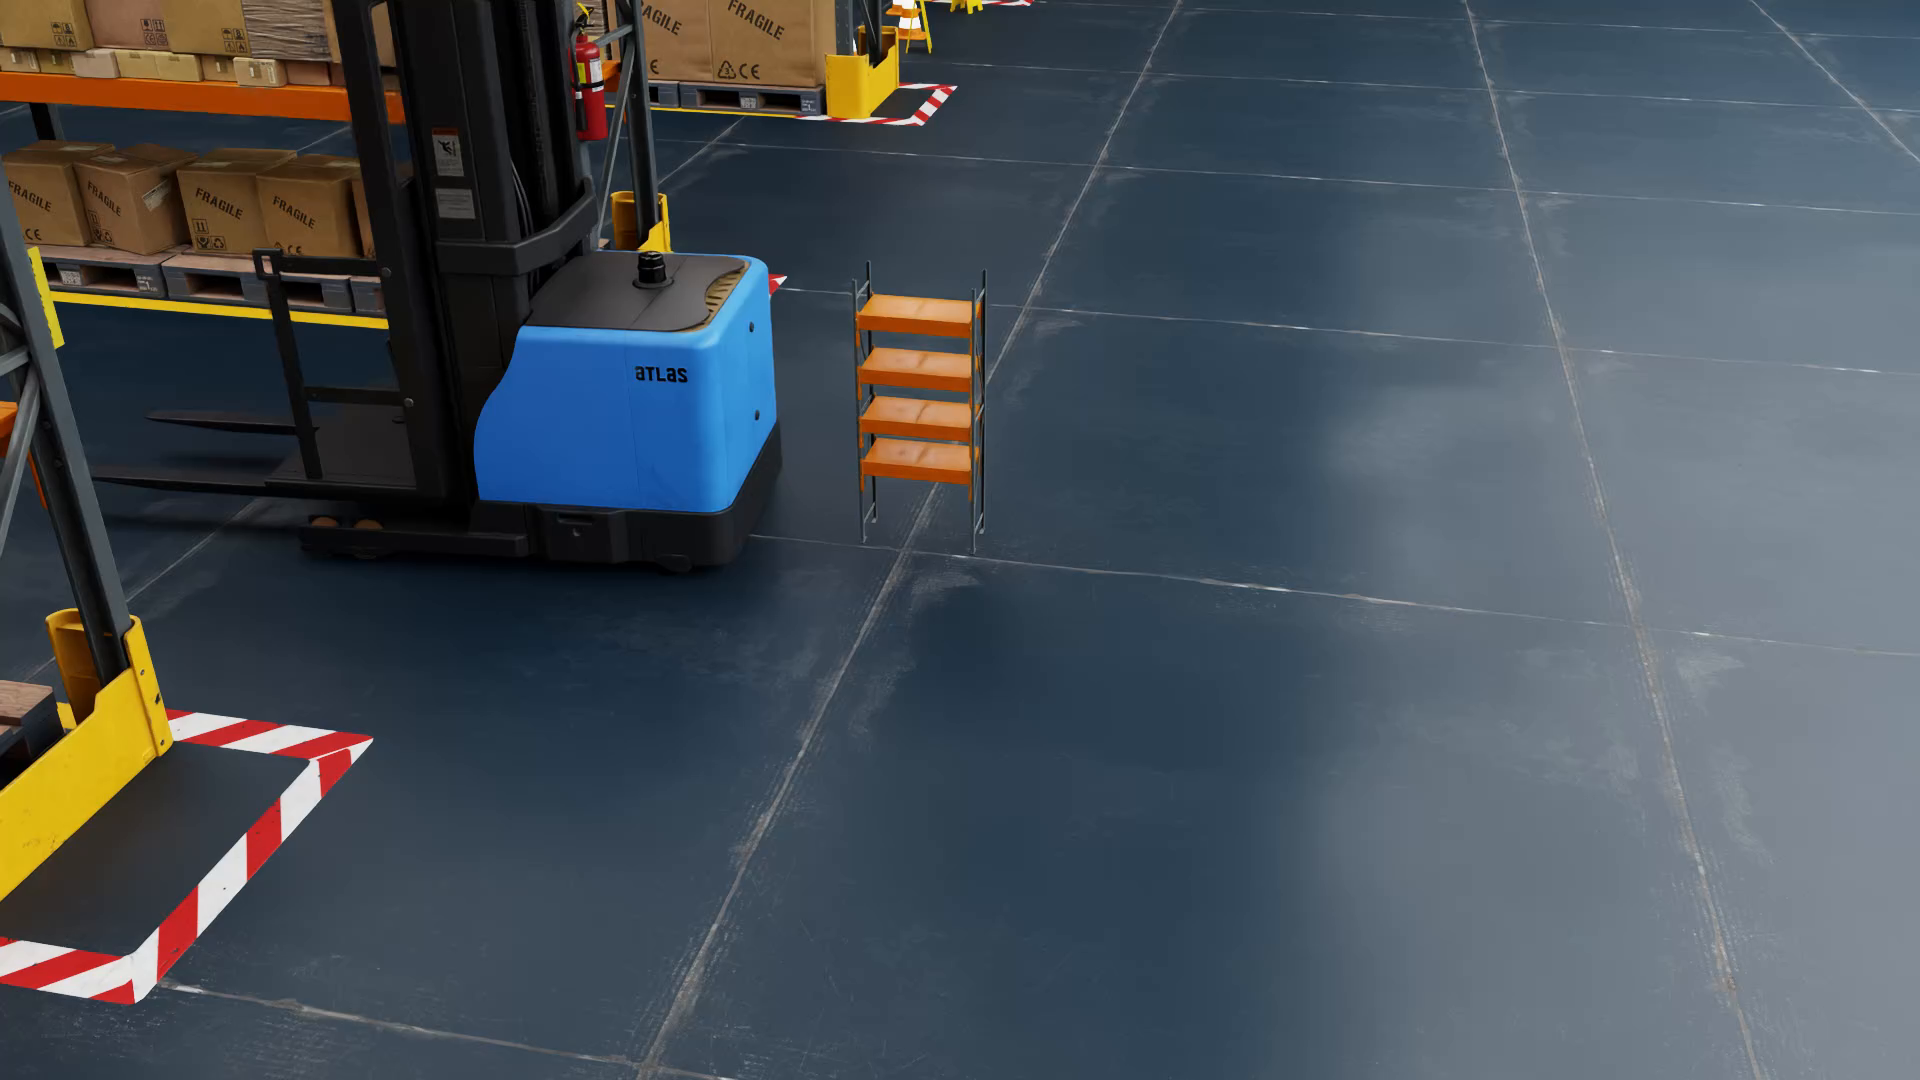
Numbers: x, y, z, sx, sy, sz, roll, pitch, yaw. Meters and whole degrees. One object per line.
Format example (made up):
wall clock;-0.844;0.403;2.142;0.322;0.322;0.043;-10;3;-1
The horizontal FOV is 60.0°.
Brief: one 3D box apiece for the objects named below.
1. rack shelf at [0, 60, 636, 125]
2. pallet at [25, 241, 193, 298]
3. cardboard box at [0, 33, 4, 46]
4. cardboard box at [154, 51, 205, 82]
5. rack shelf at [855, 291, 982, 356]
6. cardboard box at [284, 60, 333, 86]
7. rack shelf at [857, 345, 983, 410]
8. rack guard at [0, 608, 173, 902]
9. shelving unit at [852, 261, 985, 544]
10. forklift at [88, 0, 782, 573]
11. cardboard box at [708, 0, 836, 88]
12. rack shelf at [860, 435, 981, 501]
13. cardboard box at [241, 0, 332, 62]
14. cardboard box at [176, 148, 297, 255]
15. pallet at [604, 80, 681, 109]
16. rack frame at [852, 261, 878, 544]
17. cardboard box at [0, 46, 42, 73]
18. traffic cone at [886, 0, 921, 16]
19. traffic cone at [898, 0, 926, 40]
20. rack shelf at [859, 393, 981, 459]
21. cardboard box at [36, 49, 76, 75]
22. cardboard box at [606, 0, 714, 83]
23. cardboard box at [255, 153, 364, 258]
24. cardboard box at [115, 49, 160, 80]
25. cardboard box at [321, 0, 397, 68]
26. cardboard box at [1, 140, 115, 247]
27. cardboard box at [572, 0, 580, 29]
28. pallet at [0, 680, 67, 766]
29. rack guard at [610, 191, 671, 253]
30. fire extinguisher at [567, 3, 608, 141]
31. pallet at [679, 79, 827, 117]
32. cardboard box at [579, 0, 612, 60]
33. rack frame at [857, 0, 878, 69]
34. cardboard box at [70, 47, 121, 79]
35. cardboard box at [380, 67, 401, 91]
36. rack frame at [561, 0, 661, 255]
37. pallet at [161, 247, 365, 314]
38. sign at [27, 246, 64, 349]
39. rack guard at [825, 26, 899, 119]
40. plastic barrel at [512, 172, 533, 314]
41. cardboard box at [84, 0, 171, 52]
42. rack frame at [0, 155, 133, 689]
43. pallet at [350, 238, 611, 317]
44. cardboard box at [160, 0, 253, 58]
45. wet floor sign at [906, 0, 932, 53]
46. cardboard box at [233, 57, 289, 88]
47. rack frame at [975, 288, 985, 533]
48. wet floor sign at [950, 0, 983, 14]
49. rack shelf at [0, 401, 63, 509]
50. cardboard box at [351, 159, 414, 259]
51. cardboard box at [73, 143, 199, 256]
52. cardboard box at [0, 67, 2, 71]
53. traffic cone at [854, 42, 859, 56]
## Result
rack shelf;-3.920;-2.579;9.586;4.000;0.370;1.077;6;29;11
pallet;-5.212;-1.821;10.357;1.213;0.211;1.003;6;29;11
cardboard box;-5.449;-3.195;9.549;0.500;0.500;0.875;6;29;11
cardboard box;-4.259;-2.678;9.279;0.250;0.149;0.380;6;29;11
rack shelf;-0.162;-0.888;6.803;0.480;0.148;0.258;6;29;11
cardboard box;-3.512;-2.633;9.198;0.250;0.149;0.380;6;29;11
rack shelf;-0.162;-0.680;6.917;0.480;0.148;0.258;6;29;11
rack guard;-3.083;0.743;5.372;0.348;0.500;1.175;6;29;11
shelving unit;-0.164;-0.543;6.993;0.499;1.200;0.258;6;29;11
forklift;-2.940;-5.805;14.801;6.386;2.935;18.991;3;29;6
cardboard box;-1.507;-4.302;13.760;0.875;0.875;0.875;6;29;11
rack shelf;-0.162;-0.310;7.120;0.480;0.148;0.258;6;29;11
cardboard box;-3.491;-3.001;9.193;0.500;0.500;0.875;6;29;11
cardboard box;-4.308;-2.045;10.027;0.500;0.500;0.500;3;29;6
pallet;-2.818;-3.957;14.258;1.213;0.211;1.003;6;29;11
rack frame;-0.401;-0.567;7.037;0.015;1.200;0.240;6;29;11
cardboard box;-5.237;-2.779;9.464;0.250;0.149;0.380;6;29;11
traffic cone;-0.585;-5.673;17.129;0.334;0.463;0.336;6;29;11
traffic cone;-0.484;-5.117;16.115;0.334;0.463;0.336;6;29;11
rack shelf;-0.162;-0.484;7.024;0.480;0.148;0.258;6;29;11
cardboard box;-4.990;-2.758;9.426;0.250;0.149;0.380;6;29;11
cardboard box;-2.368;-4.390;13.920;0.875;0.875;0.875;5;29;10
cardboard box;-3.772;-1.968;9.886;0.500;0.500;0.500;9;30;15
cardboard box;-4.501;-2.708;9.335;0.250;0.149;0.380;6;29;11
cardboard box;-3.011;-2.930;9.065;0.500;0.500;0.875;6;29;11
cardboard box;-5.493;-2.124;10.172;0.500;0.500;0.500;5;29;9
cardboard box;-2.497;-2.936;9.076;0.500;0.500;0.875;6;29;11
pallet;-3.876;0.786;5.595;1.213;0.211;1.003;6;29;11
rack guard;-2.039;-1.605;9.661;0.348;0.500;1.175;6;29;11
fire extinguisher;-1.949;-2.432;8.649;0.183;0.674;0.296;6;29;11
pallet;-1.628;-3.833;14.032;1.213;0.211;1.003;6;29;11
cardboard box;-3.259;-4.482;14.088;0.875;0.875;0.875;6;29;11
rack frame;-0.831;-5.012;13.281;0.053;2.616;0.949;6;29;11
cardboard box;-4.754;-2.714;9.345;0.250;0.149;0.380;6;29;11
cardboard box;-3.027;-2.574;9.090;0.250;0.149;0.380;6;29;11
rack frame;-1.964;-2.694;9.047;0.127;3.000;1.000;6;29;11
pallet;-4.015;-1.700;10.135;1.213;0.211;1.003;6;29;11
sign;-2.880;-0.747;5.203;0.005;0.325;0.100;6;29;11
rack guard;-0.806;-3.914;13.879;0.348;0.500;1.175;6;29;11
plastic barrel;-6.945;-0.809;6.755;10.006;1.474;2.757;6;29;11
cardboard box;-4.457;-3.126;9.422;0.500;0.500;0.875;6;29;11
rack frame;-2.999;-0.368;4.798;0.127;3.000;1.000;6;29;11
pallet;-2.826;-1.577;9.910;1.213;0.211;1.003;6;29;11
cardboard box;-3.977;-3.056;9.295;0.500;0.500;0.875;6;29;11
wet floor sign;-0.388;-4.907;15.542;0.232;0.644;0.267;1;29;2
cardboard box;-3.775;-2.617;9.167;0.250;0.149;0.380;6;29;11
rack frame;0.077;-0.519;6.948;0.006;1.046;0.228;6;29;11
wet floor sign;0.067;-5.794;17.161;0.232;0.644;0.267;17;33;28
rack shelf;-4.955;-0.253;5.338;4.000;0.370;1.077;6;29;11
cardboard box;-3.163;-1.896;9.755;0.500;0.500;0.500;14;32;24
cardboard box;-4.932;-2.070;10.073;0.500;0.500;0.500;16;32;26
cardboard box;-5.487;-2.791;9.486;0.250;0.149;0.380;6;29;11
traffic cone;-1.053;-4.621;15.208;0.334;0.463;0.336;6;29;11
